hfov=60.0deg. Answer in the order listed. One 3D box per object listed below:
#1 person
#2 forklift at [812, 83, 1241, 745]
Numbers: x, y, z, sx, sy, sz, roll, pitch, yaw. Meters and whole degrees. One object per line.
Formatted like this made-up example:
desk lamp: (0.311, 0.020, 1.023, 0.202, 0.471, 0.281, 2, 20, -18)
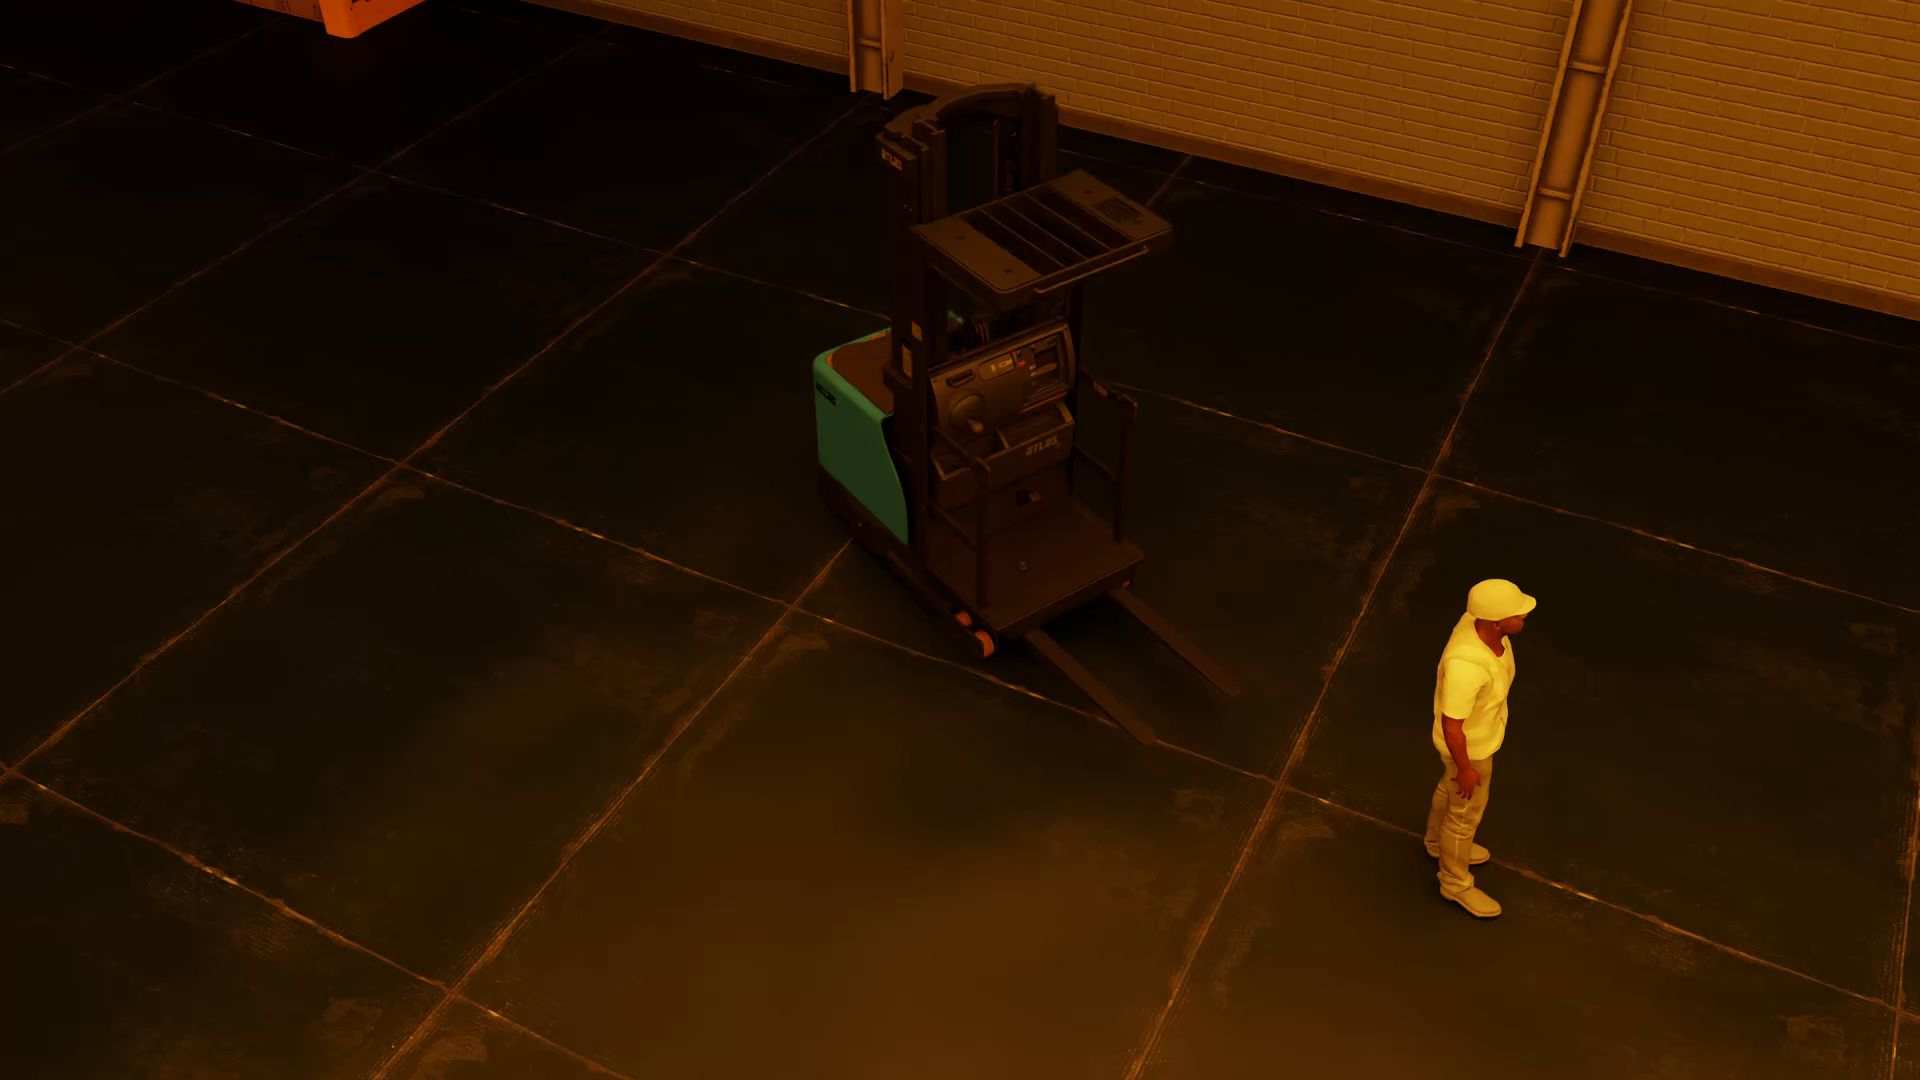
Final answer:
person: (2.465, 0.922, 7.784, 0.577, 1.765, 0.666, 16, 43, 18)
forklift: (0.366, -0.803, 8.940, 1.130, 2.935, 3.031, -25, 46, -26)
